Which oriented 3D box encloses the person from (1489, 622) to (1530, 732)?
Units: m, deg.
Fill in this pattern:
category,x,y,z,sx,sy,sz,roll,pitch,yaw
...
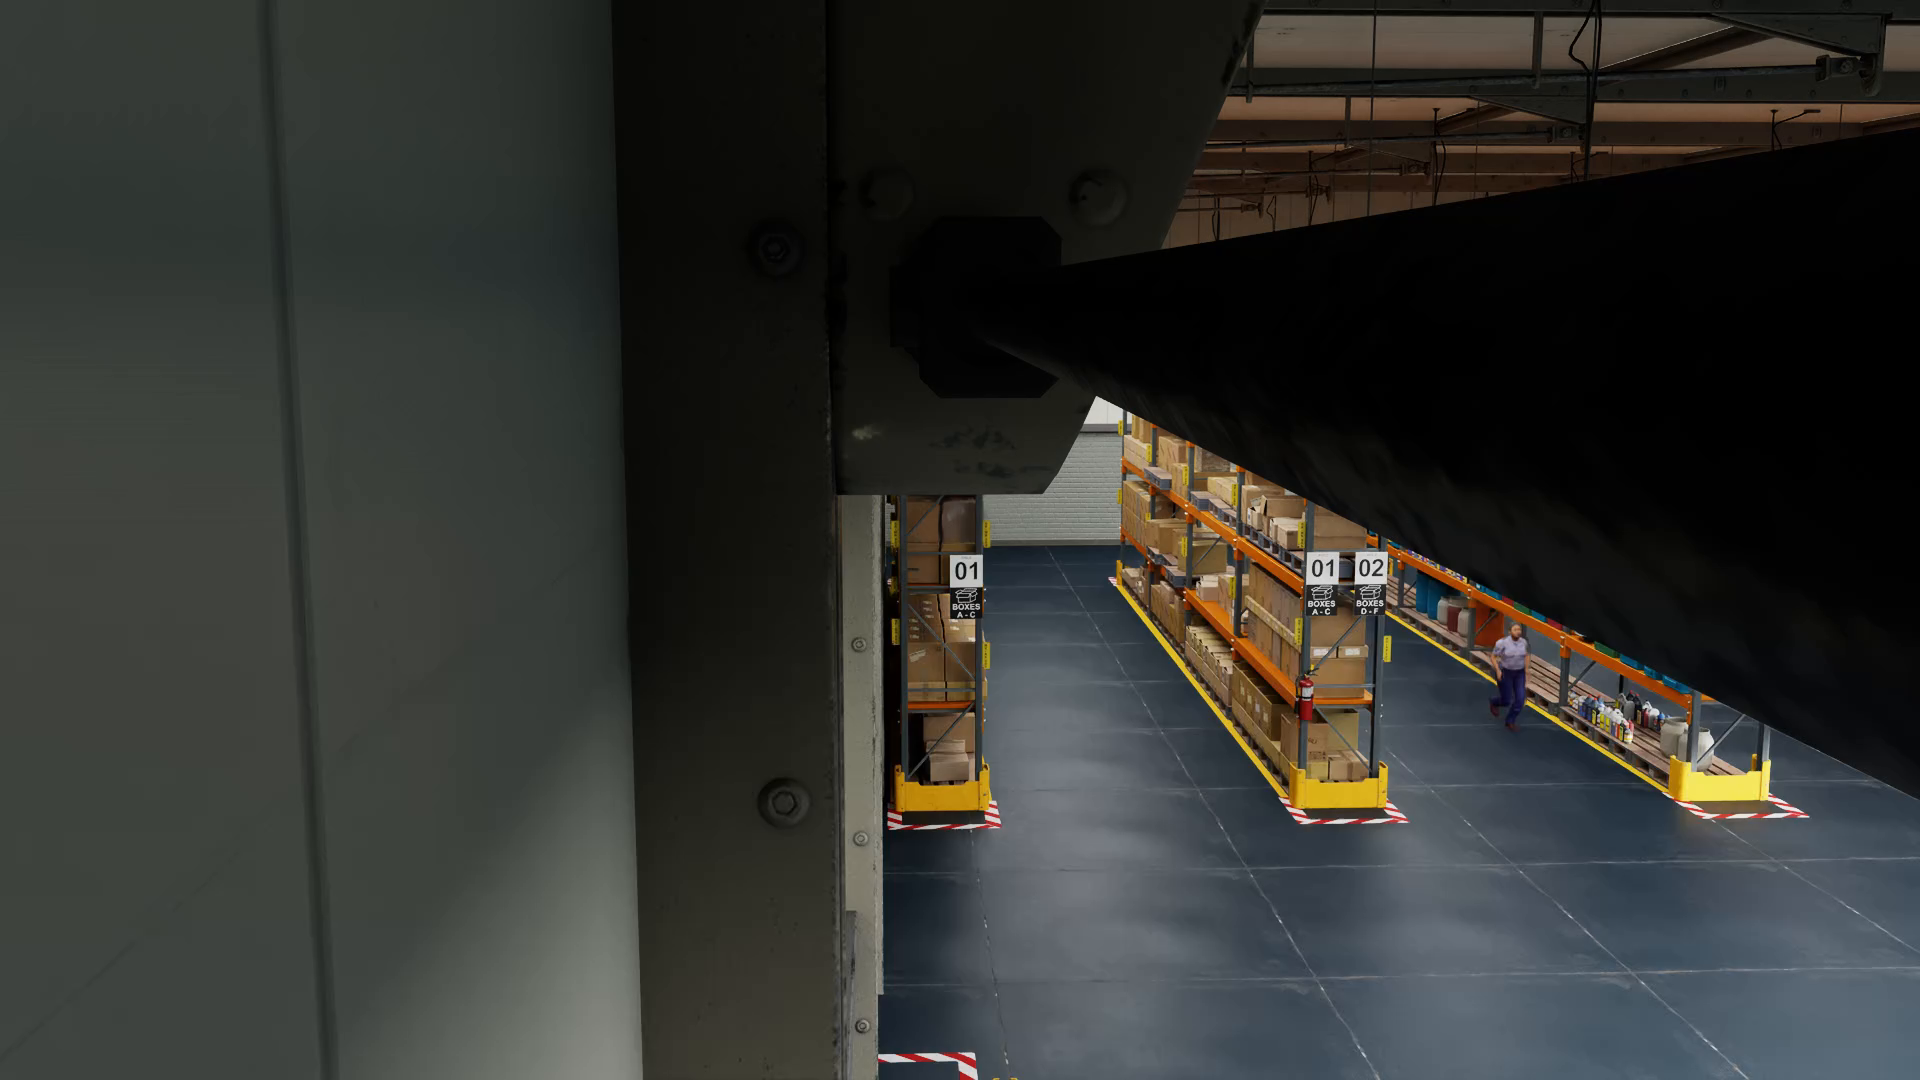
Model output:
category,x,y,z,sx,sy,sz,roll,pitch,yaw
person,8.061,1.972,24.397,0.595,1.604,0.586,-1,8,-6
